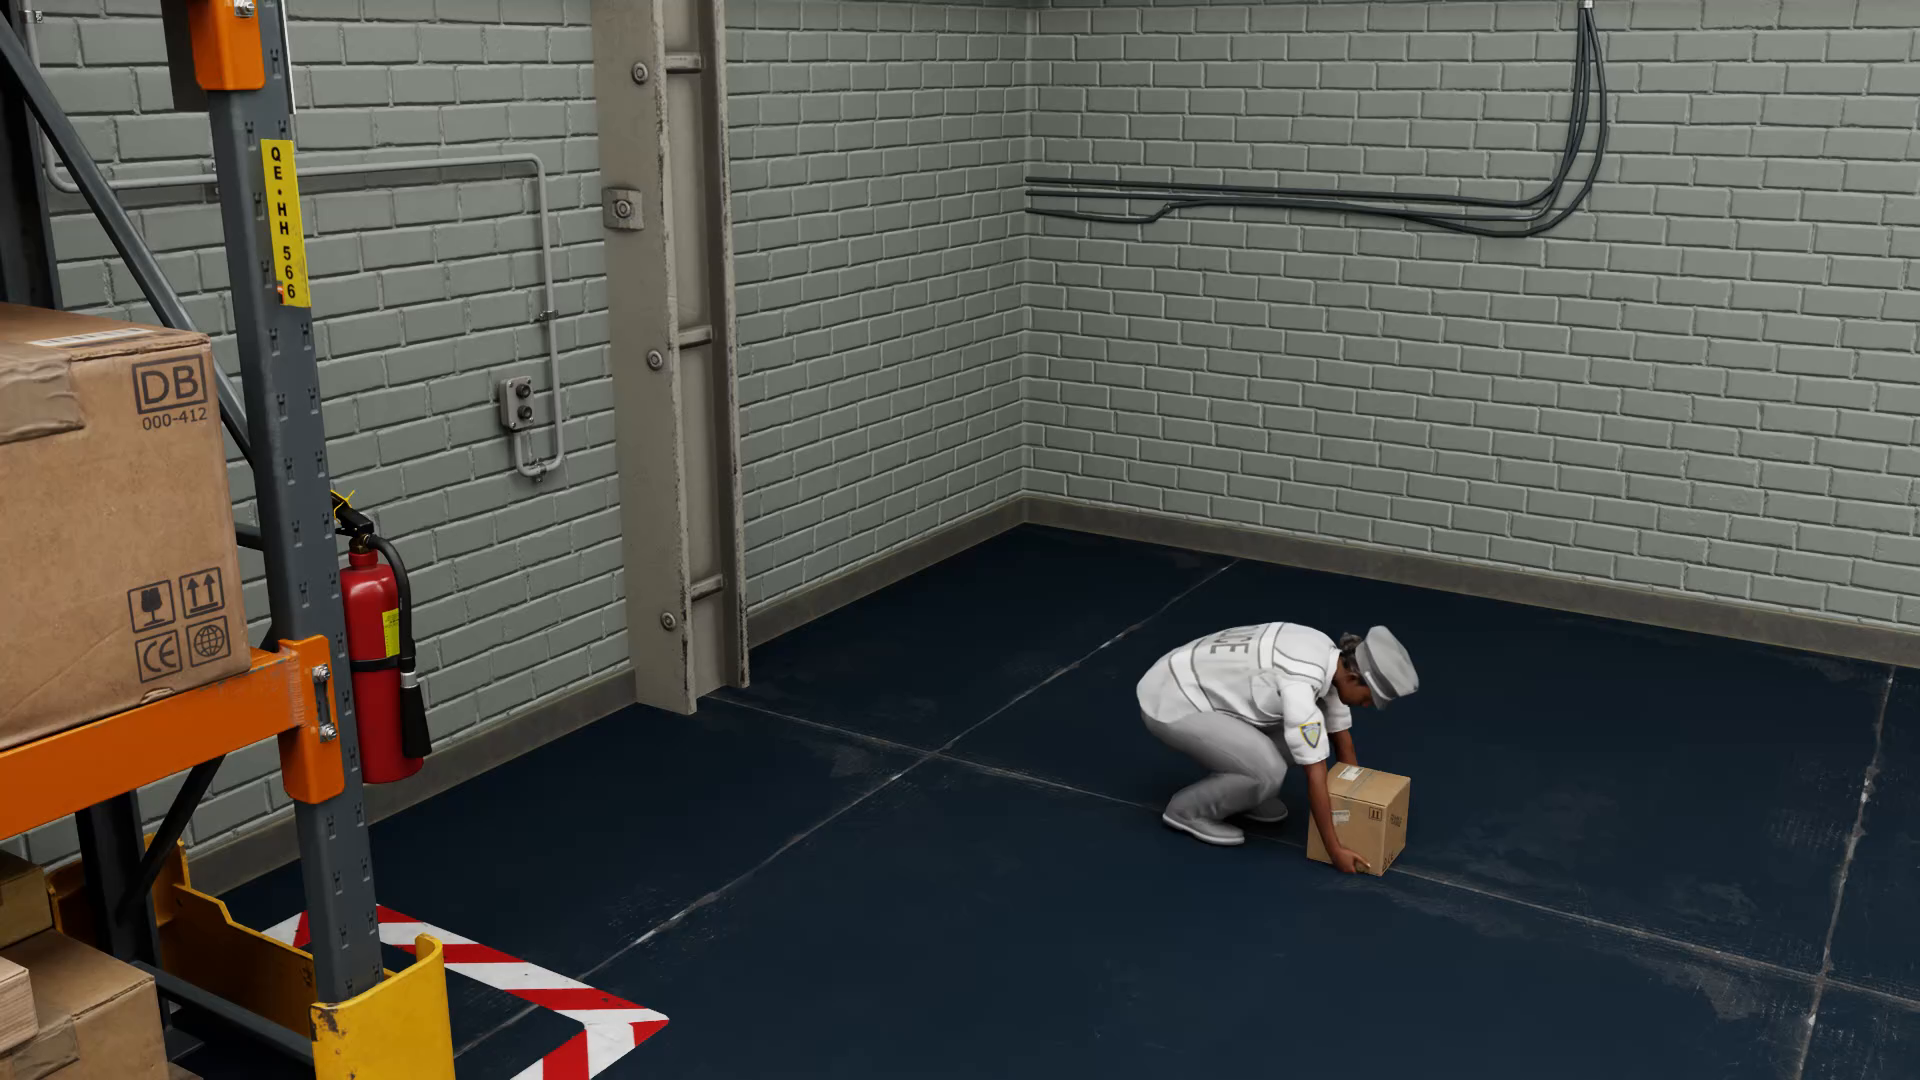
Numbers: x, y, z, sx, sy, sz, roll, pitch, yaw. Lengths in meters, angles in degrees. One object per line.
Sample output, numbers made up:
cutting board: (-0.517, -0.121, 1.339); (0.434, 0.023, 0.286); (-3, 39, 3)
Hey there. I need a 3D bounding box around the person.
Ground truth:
person: (1.038, 0.638, 5.520); (0.909, 0.808, 0.457); (9, 19, 29)
